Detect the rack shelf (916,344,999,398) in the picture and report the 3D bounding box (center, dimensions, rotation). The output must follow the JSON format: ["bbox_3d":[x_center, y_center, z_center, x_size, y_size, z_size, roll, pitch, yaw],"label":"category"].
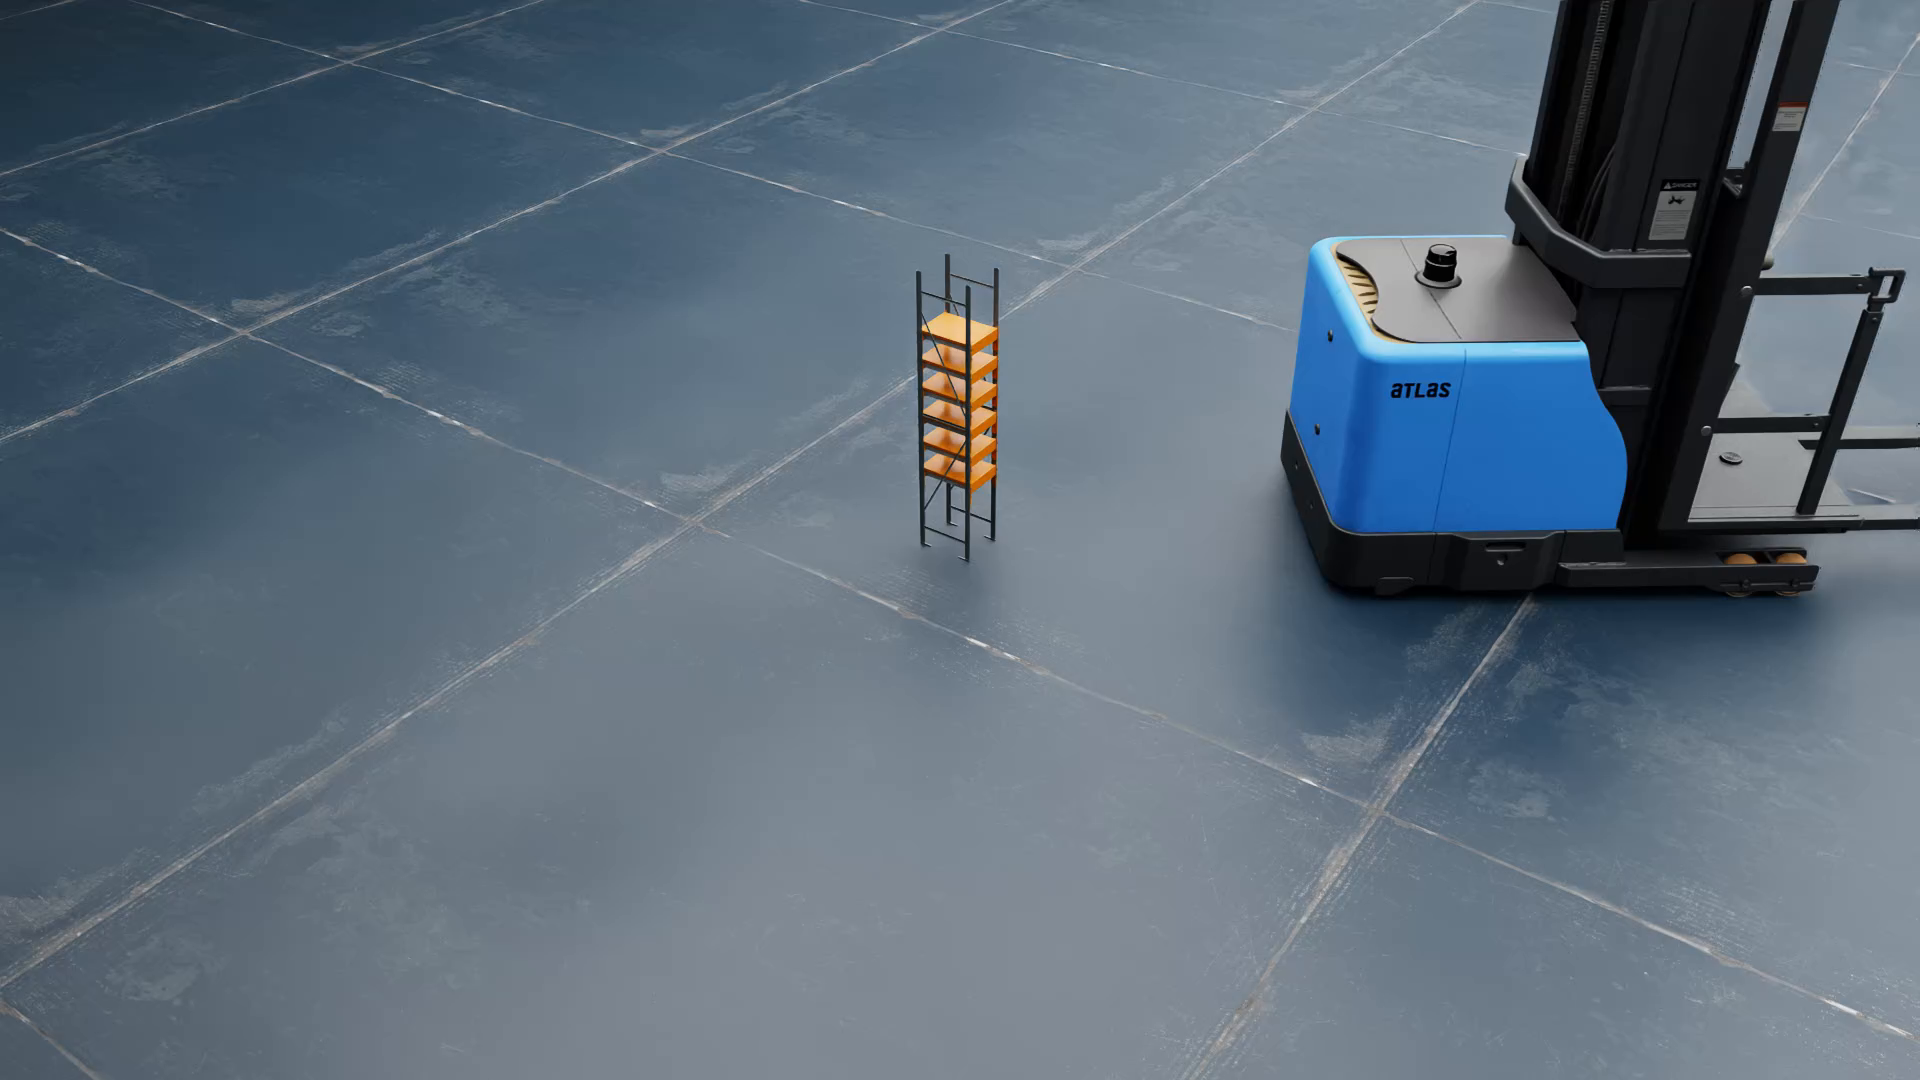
[{"bbox_3d":[-0.008,-0.652,6.294,0.258,0.103,0.180,21,39,28],"label":"rack shelf"}]

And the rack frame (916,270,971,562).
[{"bbox_3d":[-0.060,-0.448,6.342,0.240,1.200,0.006,21,39,28],"label":"rack frame"}]

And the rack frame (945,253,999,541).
[{"bbox_3d":[0.044,-0.532,6.466,0.240,1.200,0.006,21,39,28],"label":"rack frame"}]

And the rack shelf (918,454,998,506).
[{"bbox_3d":[-0.008,-0.255,6.563,0.258,0.103,0.180,21,39,28],"label":"rack shelf"}]

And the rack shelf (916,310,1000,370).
[{"bbox_3d":[-0.008,-0.752,6.227,0.258,0.103,0.180,21,39,28],"label":"rack shelf"}]

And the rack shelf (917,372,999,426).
[{"bbox_3d":[-0.008,-0.553,6.362,0.258,0.103,0.180,21,39,28],"label":"rack shelf"}]

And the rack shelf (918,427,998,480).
[{"bbox_3d":[-0.008,-0.354,6.496,0.258,0.103,0.180,21,39,28],"label":"rack shelf"}]

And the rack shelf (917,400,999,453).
[{"bbox_3d":[-0.008,-0.454,6.429,0.258,0.103,0.180,21,39,28],"label":"rack shelf"}]

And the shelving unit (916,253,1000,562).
[{"bbox_3d":[-0.008,-0.490,6.404,0.258,1.200,0.189,21,39,28],"label":"shelving unit"}]

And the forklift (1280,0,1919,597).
[{"bbox_3d":[2.902,-1.291,6.043,3.031,2.935,1.130,-1,34,-1],"label":"forklift"}]
